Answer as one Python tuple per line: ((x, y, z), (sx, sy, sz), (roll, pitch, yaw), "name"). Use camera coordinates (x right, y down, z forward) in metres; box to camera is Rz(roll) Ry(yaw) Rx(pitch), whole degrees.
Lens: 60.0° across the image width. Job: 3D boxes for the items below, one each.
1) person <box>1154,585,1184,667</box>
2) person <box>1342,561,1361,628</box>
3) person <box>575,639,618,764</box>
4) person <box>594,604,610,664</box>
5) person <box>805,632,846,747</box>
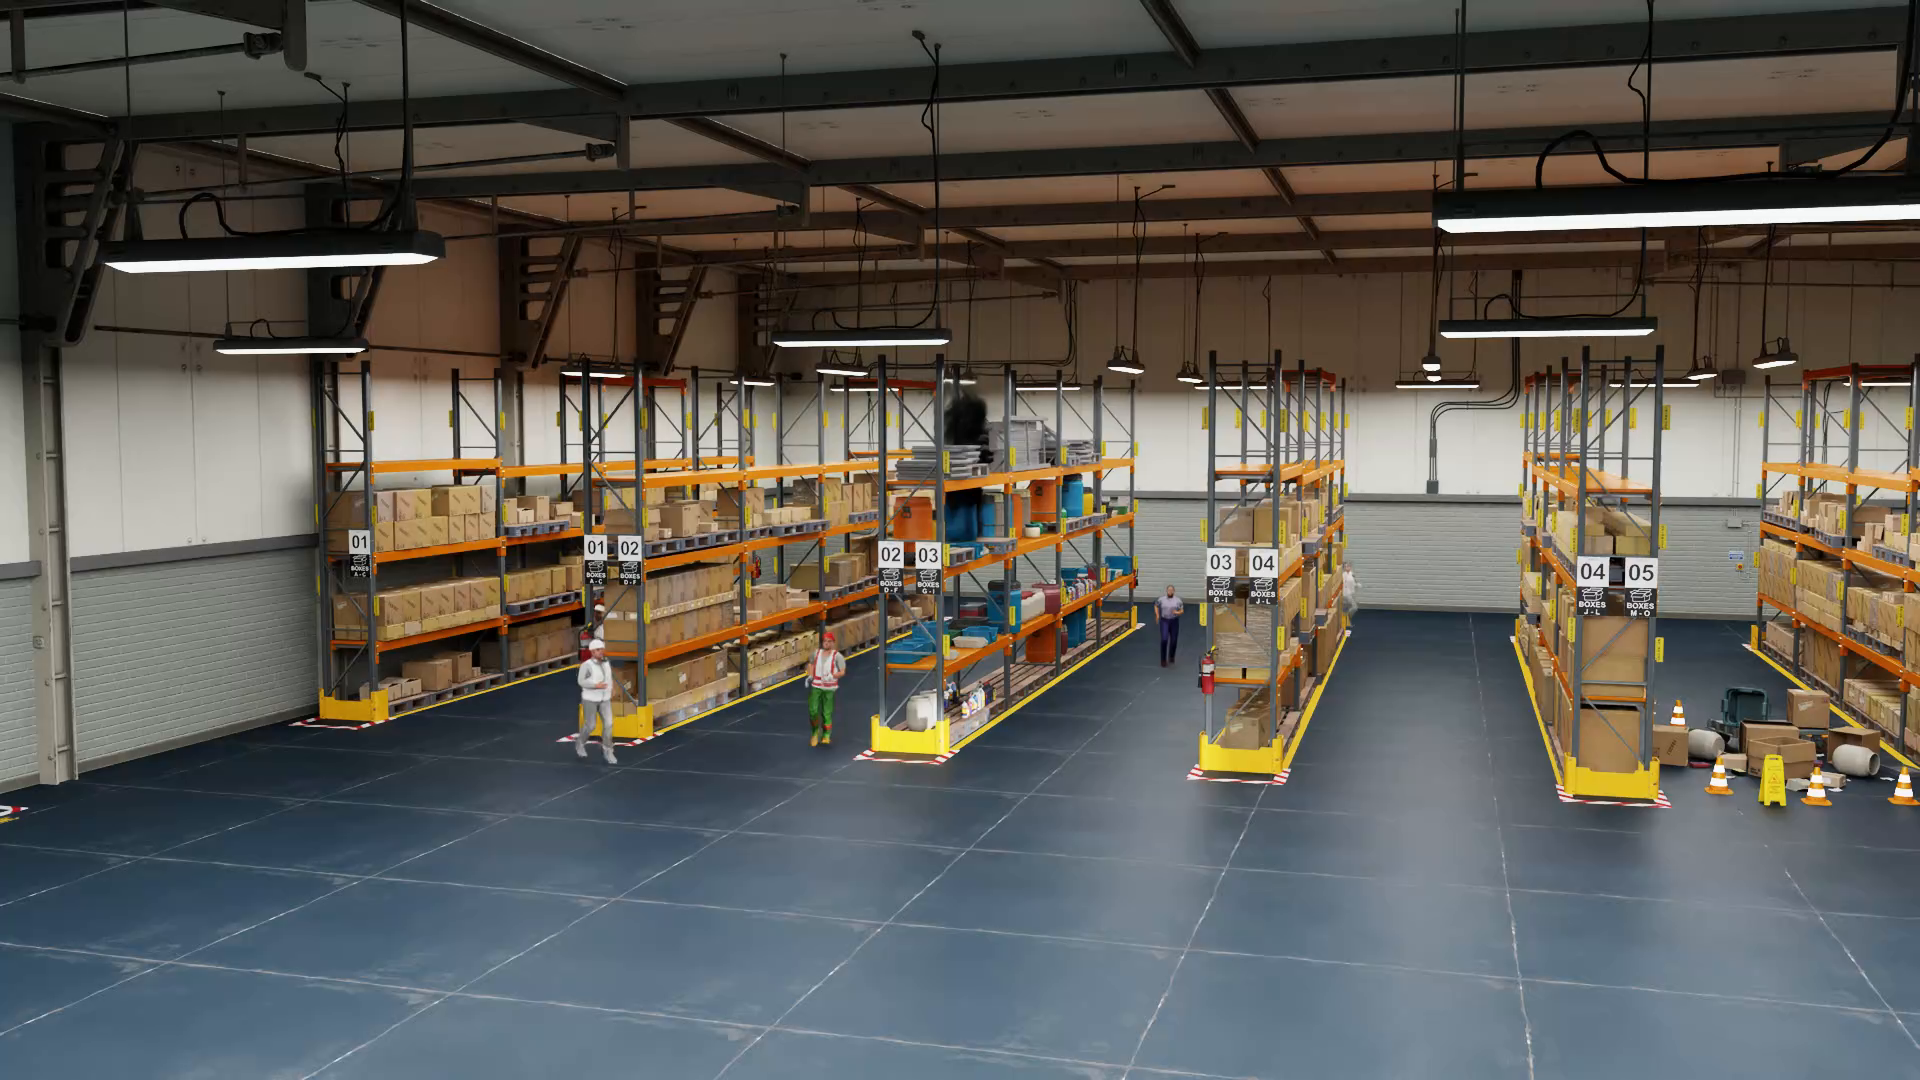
((4.284, 1.766, 34.032), (0.575, 1.677, 0.711), (0, 4, 2), "person")
((9.373, 1.317, 40.147), (0.621, 1.656, 0.603), (-4, 6, -44), "person")
((-5.361, 2.370, 24.510), (0.818, 1.828, 0.674), (4, 6, 44), "person")
((-6.341, 2.036, 29.098), (0.656, 1.824, 0.744), (0, 4, 6), "person")
((-2.080, 2.299, 25.568), (0.638, 1.769, 0.625), (1, 4, 9), "person")
